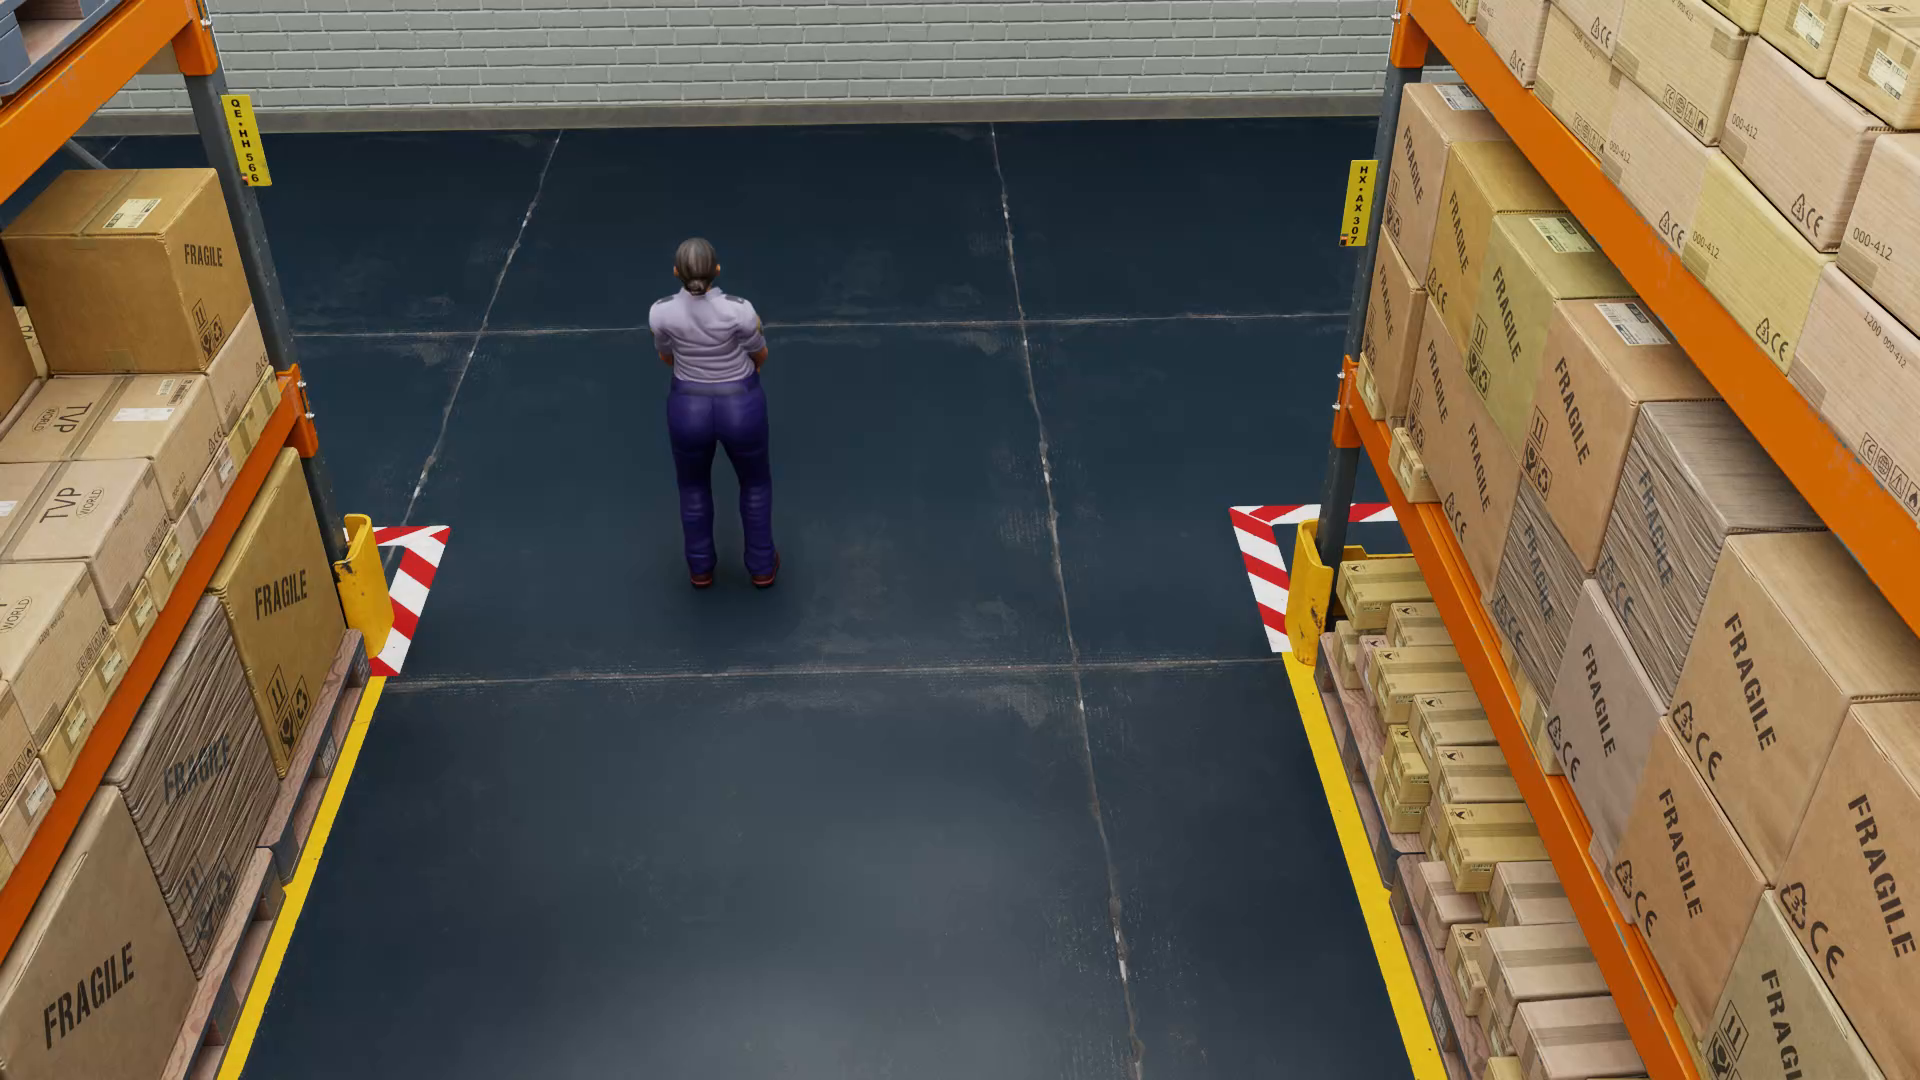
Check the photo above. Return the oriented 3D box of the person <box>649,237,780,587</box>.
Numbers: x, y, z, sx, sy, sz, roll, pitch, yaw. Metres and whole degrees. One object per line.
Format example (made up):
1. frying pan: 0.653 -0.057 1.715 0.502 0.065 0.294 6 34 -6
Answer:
1. person: -1.012 -0.558 6.967 0.453 1.623 0.514 -1 35 -1
